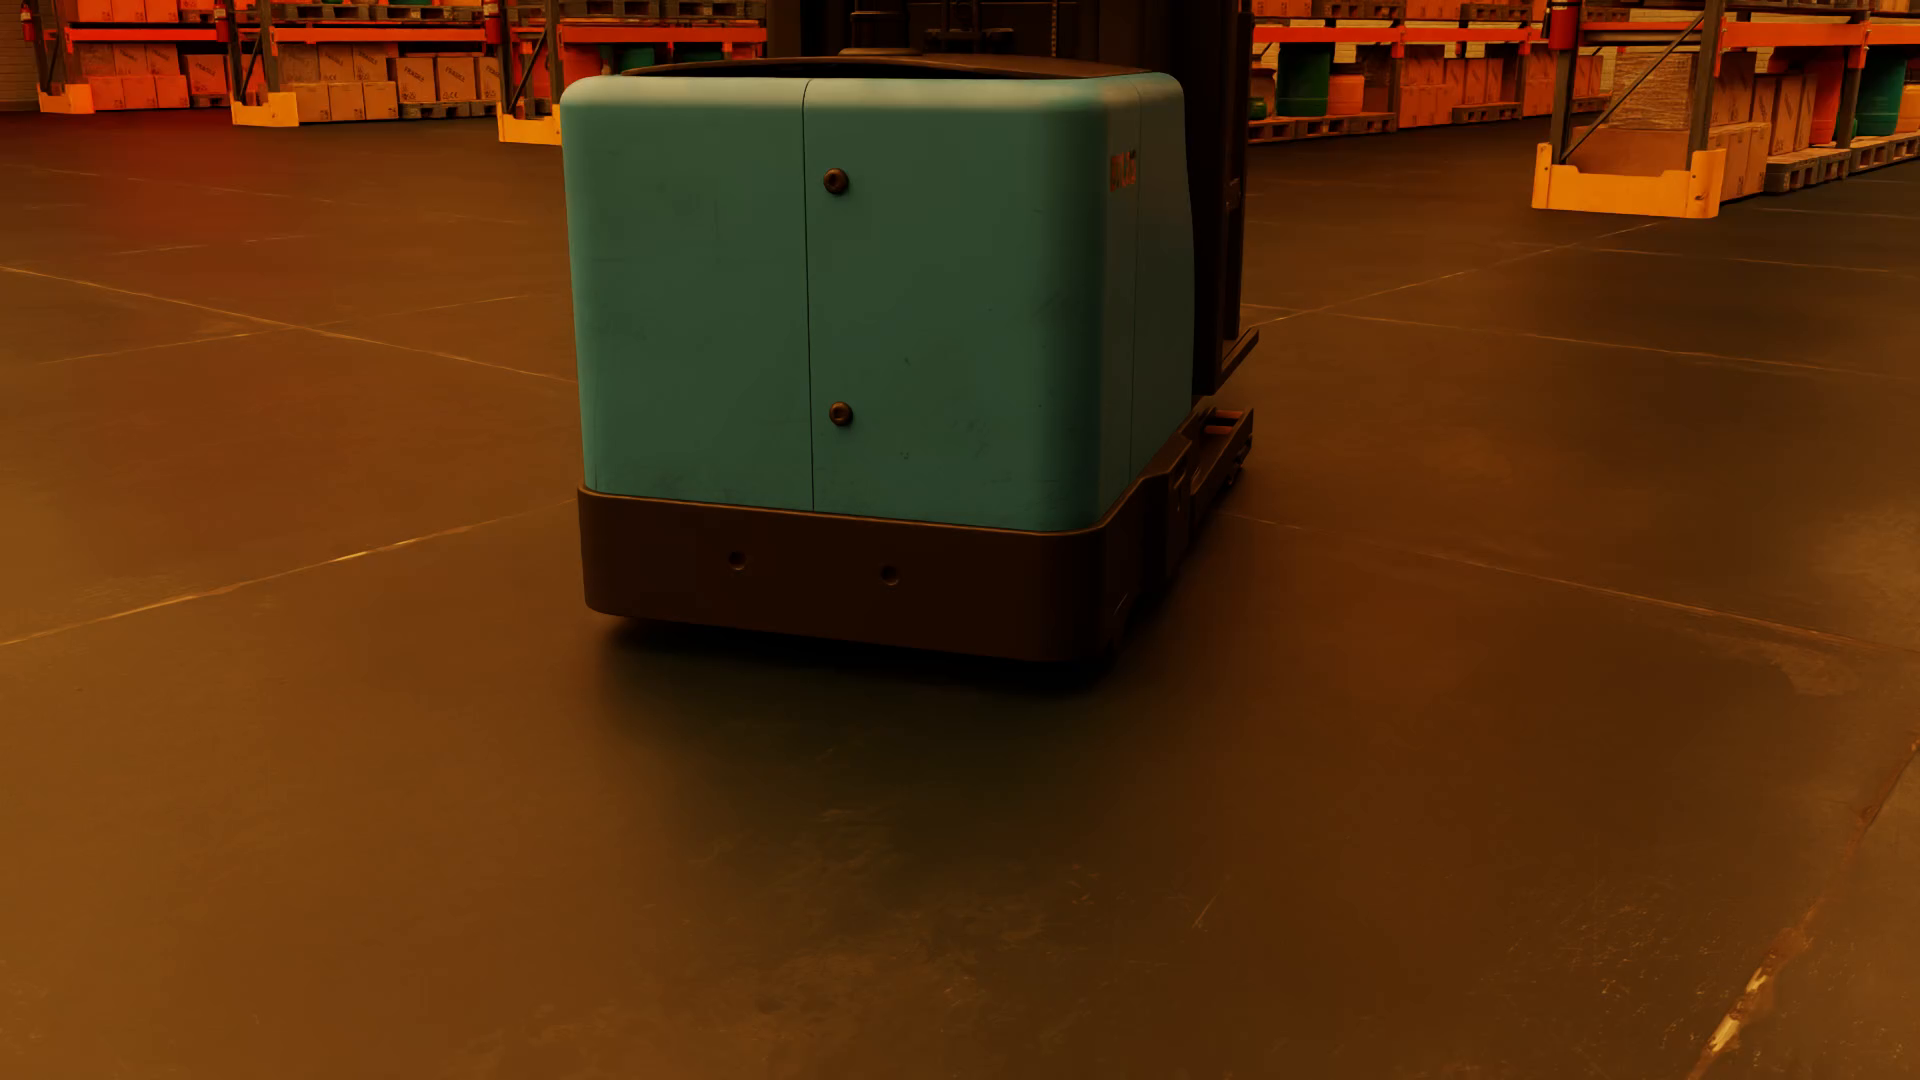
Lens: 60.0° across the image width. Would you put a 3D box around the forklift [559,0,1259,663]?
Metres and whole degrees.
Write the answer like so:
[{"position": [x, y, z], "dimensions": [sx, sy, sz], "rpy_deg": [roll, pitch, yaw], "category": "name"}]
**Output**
[{"position": [0.182, -1.571, 4.072], "dimensions": [1.130, 2.935, 3.031], "rpy_deg": [5, 18, 17], "category": "forklift"}]
